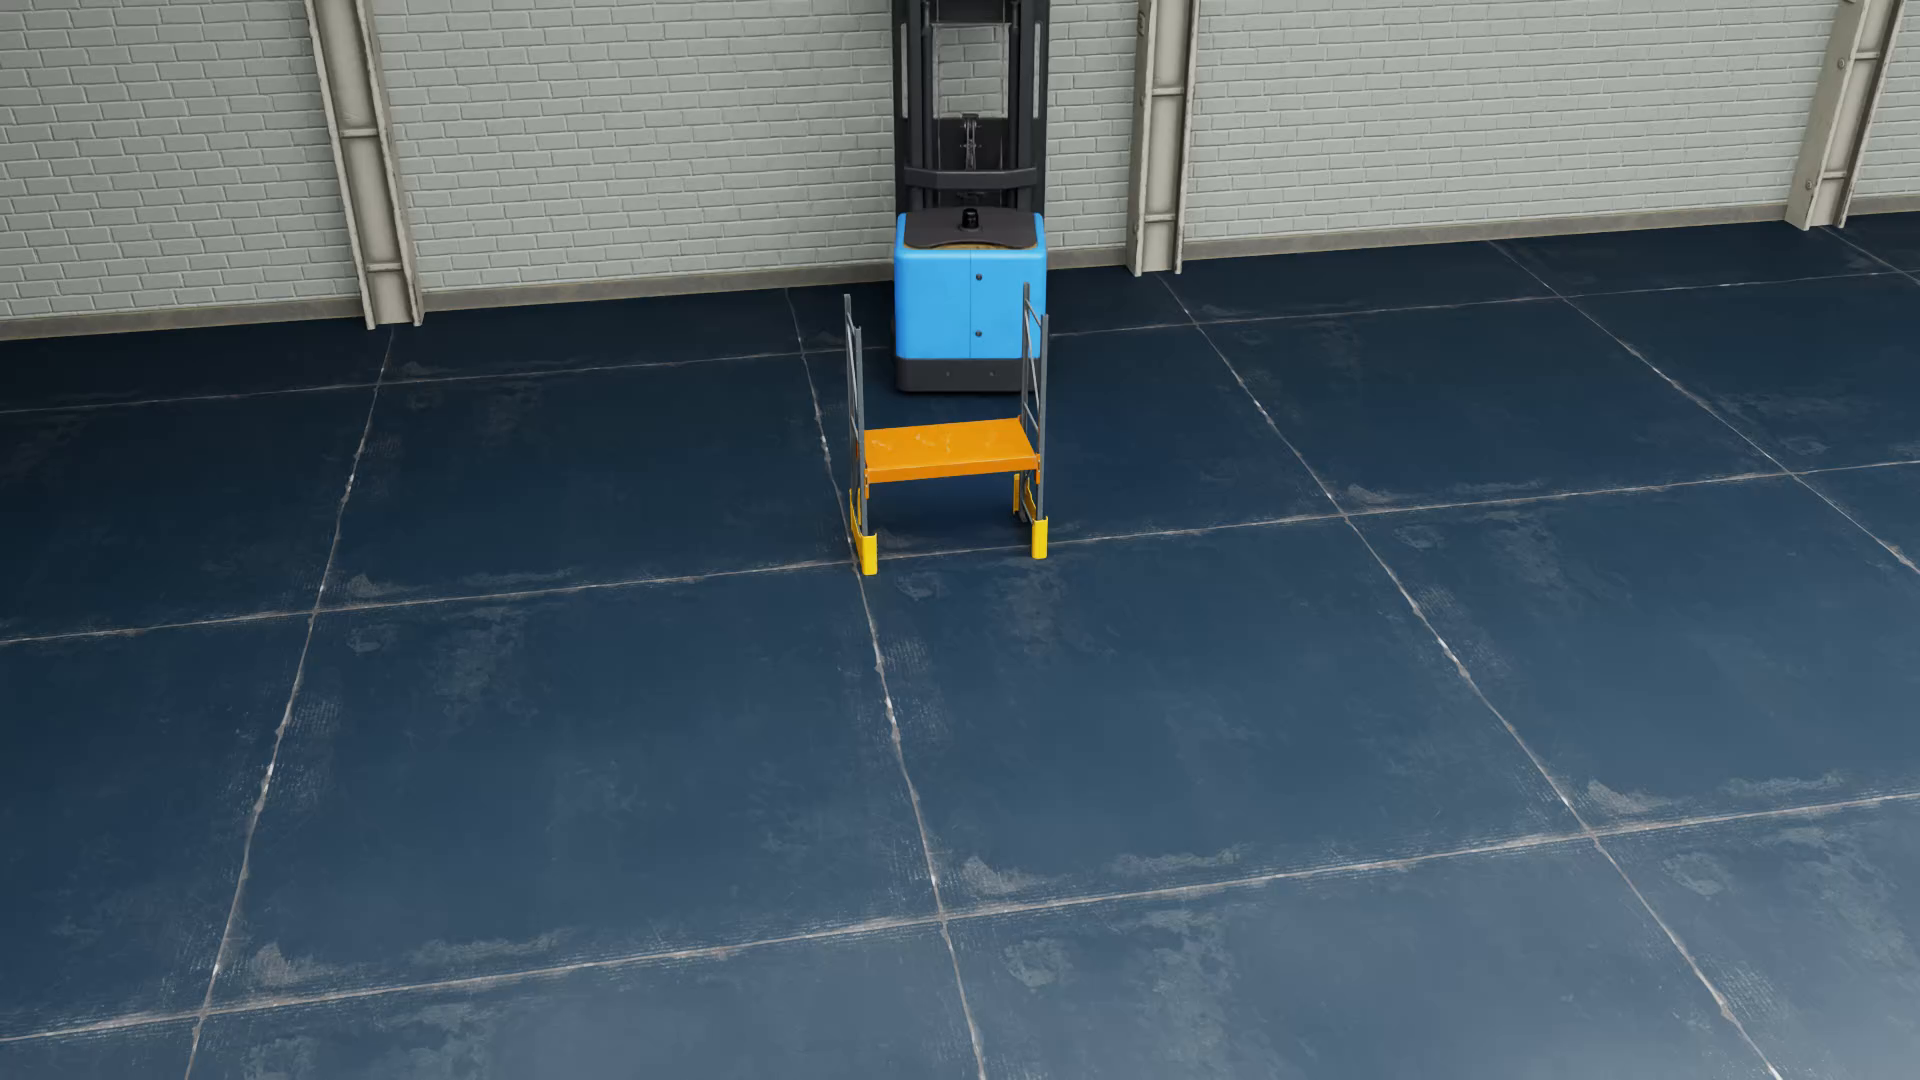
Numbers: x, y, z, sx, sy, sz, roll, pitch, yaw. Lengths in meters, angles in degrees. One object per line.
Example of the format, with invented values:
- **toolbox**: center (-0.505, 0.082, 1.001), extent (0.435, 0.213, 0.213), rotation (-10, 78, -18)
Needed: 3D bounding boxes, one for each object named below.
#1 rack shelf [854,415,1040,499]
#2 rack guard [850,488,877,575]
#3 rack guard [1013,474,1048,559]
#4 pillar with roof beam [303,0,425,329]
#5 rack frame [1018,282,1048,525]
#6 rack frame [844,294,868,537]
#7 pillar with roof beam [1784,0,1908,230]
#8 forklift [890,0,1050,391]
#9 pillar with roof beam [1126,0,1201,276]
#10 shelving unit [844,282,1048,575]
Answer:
- **rack shelf**: center (-0.084, -0.484, 9.562), extent (1.000, 0.185, 0.538), rotation (-5, 31, -9)
- **rack guard**: center (-0.565, -0.055, 9.712), extent (0.087, 0.250, 0.587), rotation (-5, 31, -9)
- **rack guard**: center (0.415, -0.146, 9.867), extent (0.087, 0.250, 0.587), rotation (-5, 31, -9)
- **pillar with roof beam**: center (-3.541, -3.420, 6.803), extent (0.400, 9.000, 9.100), rotation (-5, 31, -9)
- **rack frame**: center (0.416, -0.685, 9.550), extent (0.032, 1.500, 0.500), rotation (-5, 31, -9)
- **rack frame**: center (-0.584, -0.592, 9.392), extent (0.032, 1.500, 0.500), rotation (-5, 31, -9)
- **pillar with roof beam**: center (8.263, -4.516, 8.666), extent (0.400, 9.000, 9.100), rotation (-5, 31, -9)
- **forklift**: center (0.073, -2.993, 12.064), extent (1.130, 2.935, 3.031), rotation (0, 30, 0)
- **pillar with roof beam**: center (2.361, -3.968, 7.734), extent (0.400, 9.000, 9.100), rotation (-5, 31, -9)
- **shelving unit**: center (-0.075, -0.640, 9.472), extent (1.083, 1.500, 0.587), rotation (-5, 31, -9)
